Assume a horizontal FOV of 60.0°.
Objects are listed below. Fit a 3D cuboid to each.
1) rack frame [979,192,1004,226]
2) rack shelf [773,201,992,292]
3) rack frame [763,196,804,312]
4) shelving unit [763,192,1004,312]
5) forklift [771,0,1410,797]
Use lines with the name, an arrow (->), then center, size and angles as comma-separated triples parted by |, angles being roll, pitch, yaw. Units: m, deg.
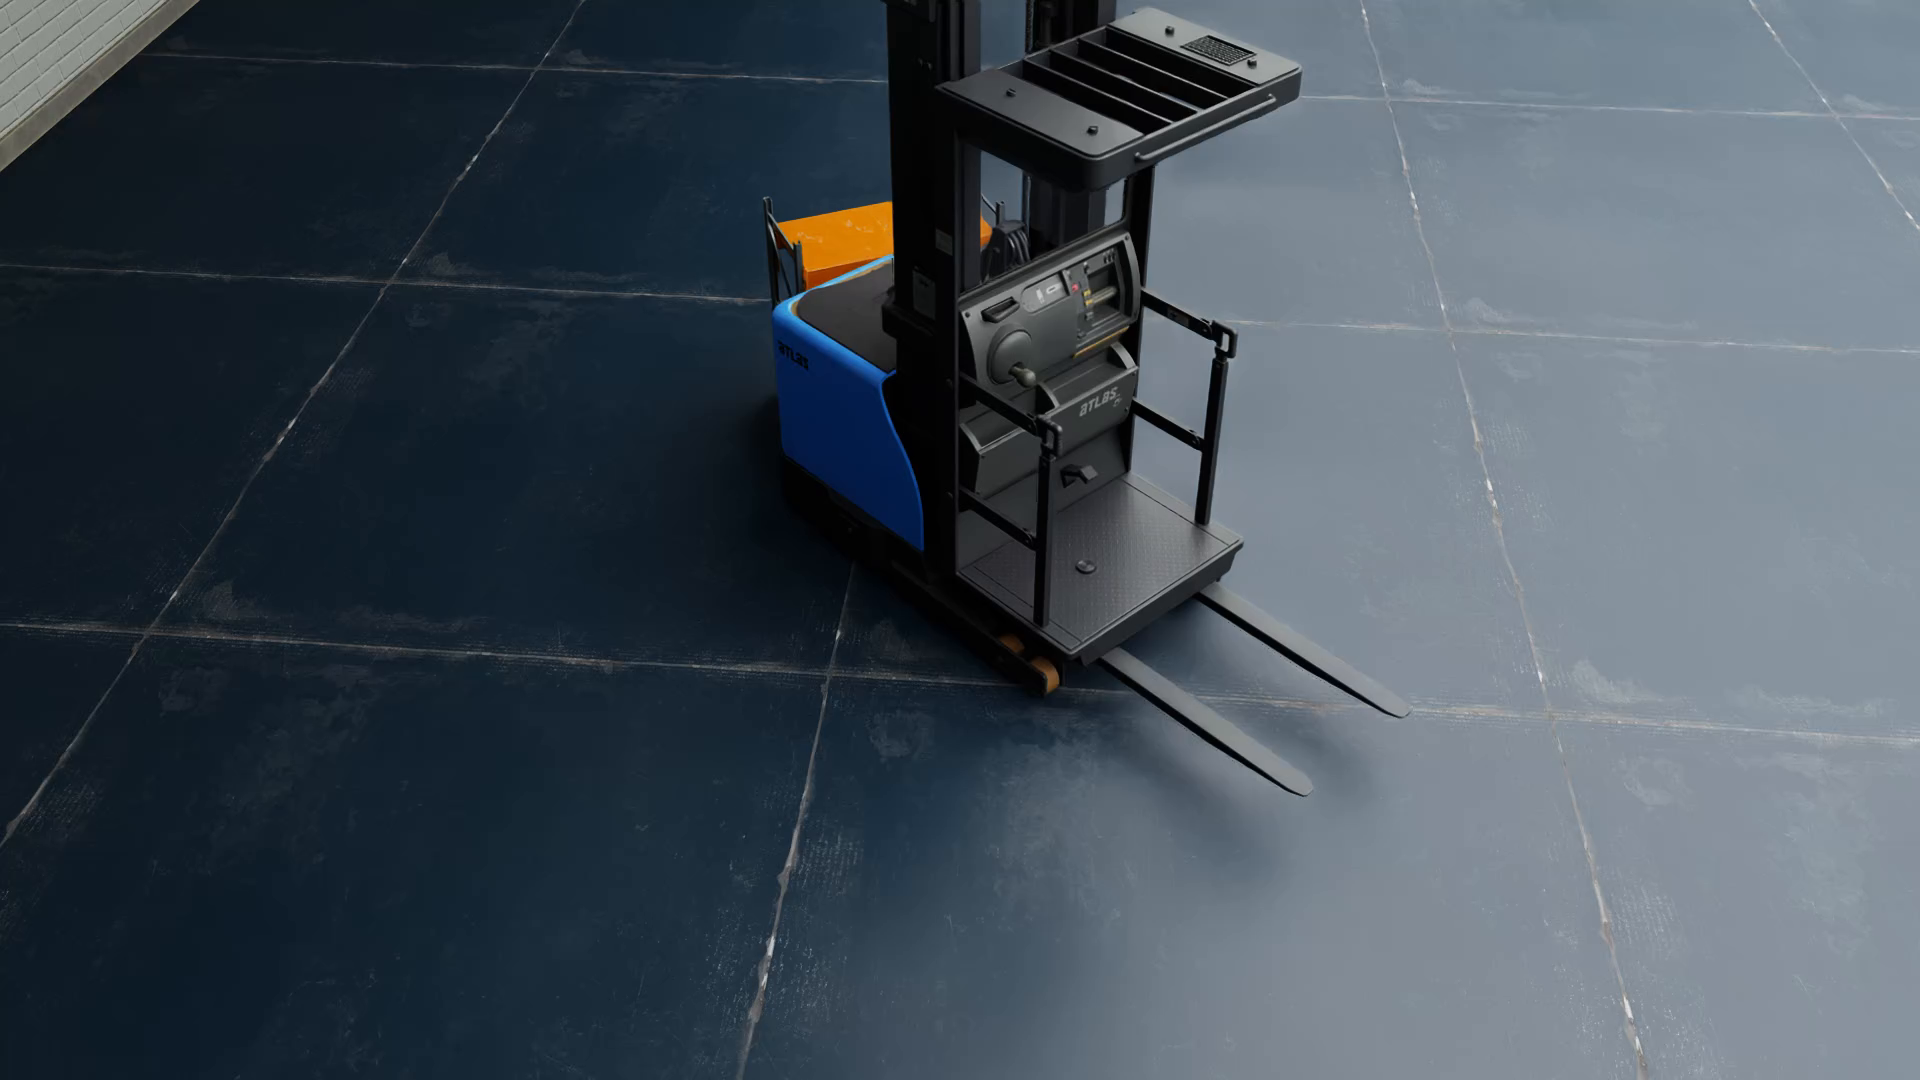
rack frame -> 0.101, -1.315, 8.475 | 0.032, 1.125, 0.500 | -15, 41, -17
rack shelf -> -0.368, -1.418, 8.137 | 1.000, 0.278, 0.538 | -15, 41, -17
rack frame -> -0.837, -1.067, 8.170 | 0.032, 1.125, 0.500 | -15, 41, -17
shelving unit -> -0.368, -1.191, 8.322 | 1.048, 1.125, 0.538 | -15, 41, -17
forklift -> 0.515, -0.852, 6.475 | 1.130, 2.935, 3.031 | -30, 48, -32
